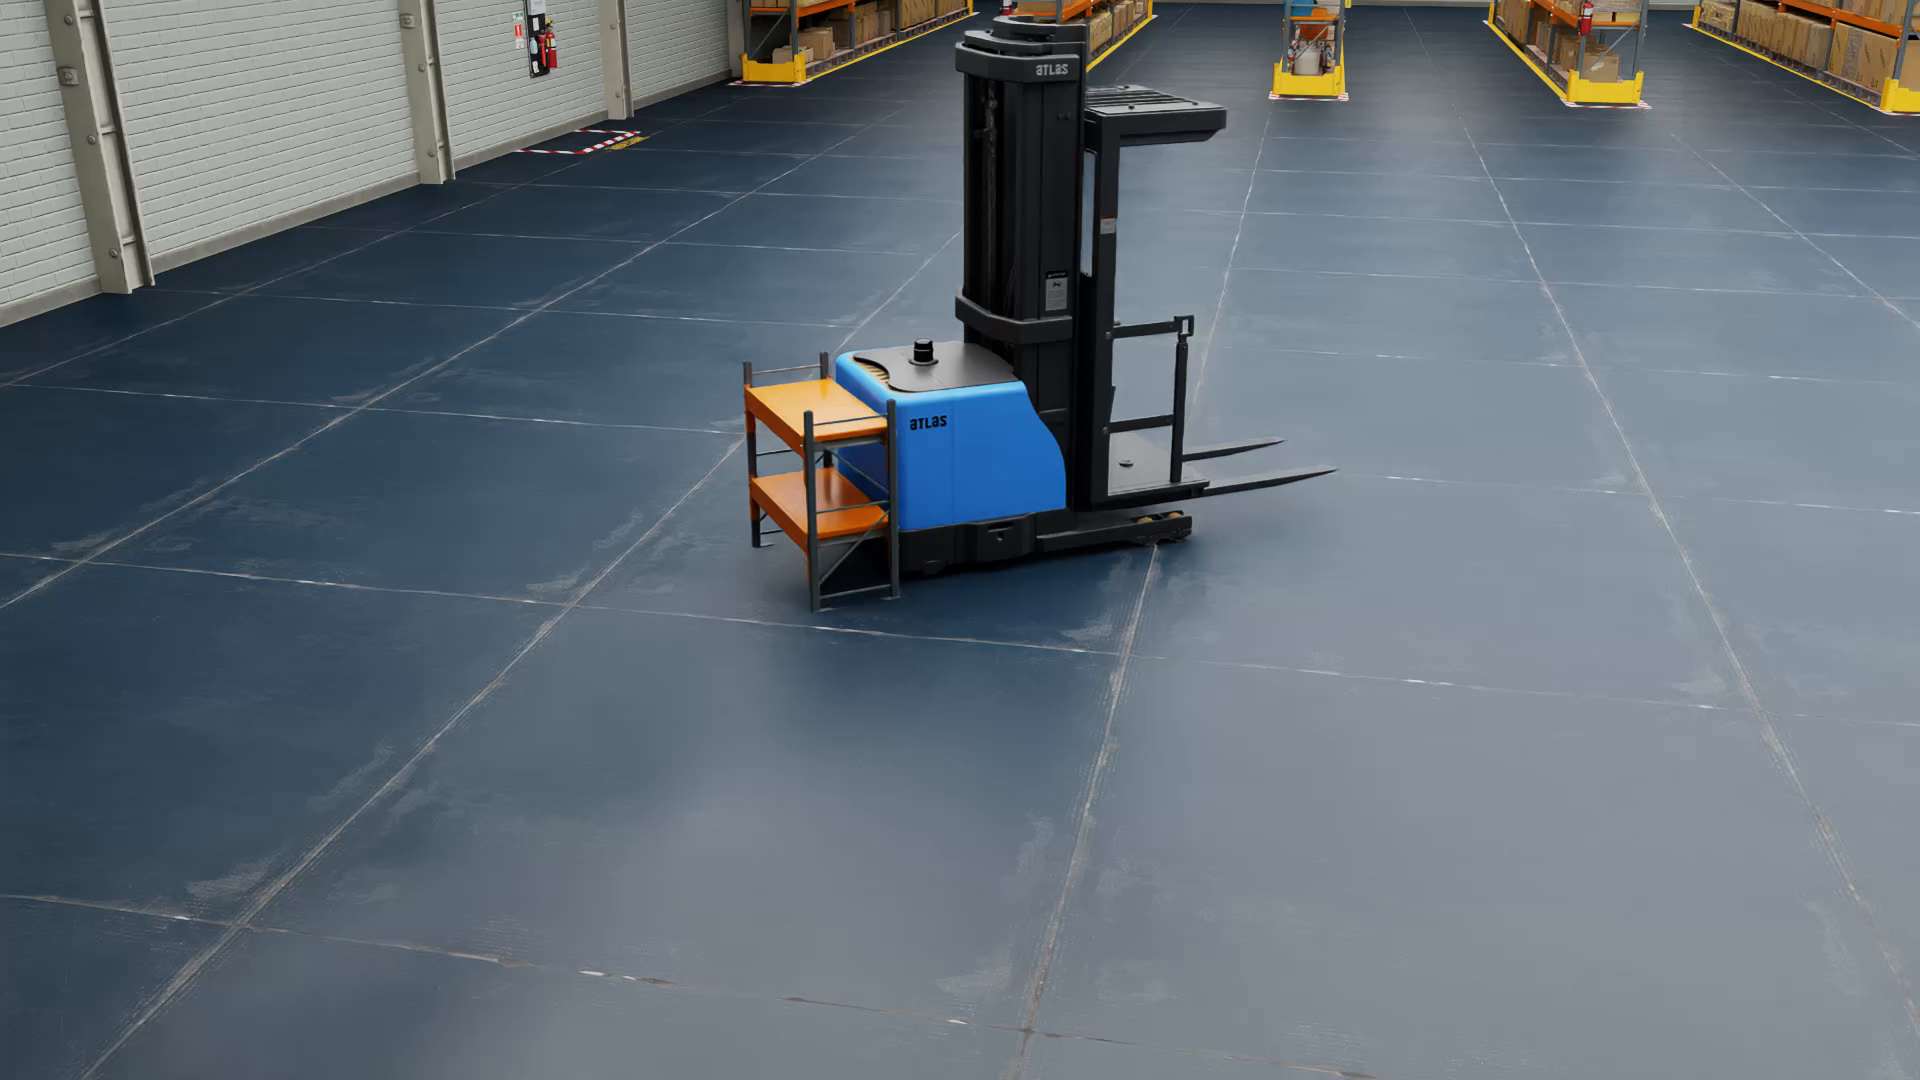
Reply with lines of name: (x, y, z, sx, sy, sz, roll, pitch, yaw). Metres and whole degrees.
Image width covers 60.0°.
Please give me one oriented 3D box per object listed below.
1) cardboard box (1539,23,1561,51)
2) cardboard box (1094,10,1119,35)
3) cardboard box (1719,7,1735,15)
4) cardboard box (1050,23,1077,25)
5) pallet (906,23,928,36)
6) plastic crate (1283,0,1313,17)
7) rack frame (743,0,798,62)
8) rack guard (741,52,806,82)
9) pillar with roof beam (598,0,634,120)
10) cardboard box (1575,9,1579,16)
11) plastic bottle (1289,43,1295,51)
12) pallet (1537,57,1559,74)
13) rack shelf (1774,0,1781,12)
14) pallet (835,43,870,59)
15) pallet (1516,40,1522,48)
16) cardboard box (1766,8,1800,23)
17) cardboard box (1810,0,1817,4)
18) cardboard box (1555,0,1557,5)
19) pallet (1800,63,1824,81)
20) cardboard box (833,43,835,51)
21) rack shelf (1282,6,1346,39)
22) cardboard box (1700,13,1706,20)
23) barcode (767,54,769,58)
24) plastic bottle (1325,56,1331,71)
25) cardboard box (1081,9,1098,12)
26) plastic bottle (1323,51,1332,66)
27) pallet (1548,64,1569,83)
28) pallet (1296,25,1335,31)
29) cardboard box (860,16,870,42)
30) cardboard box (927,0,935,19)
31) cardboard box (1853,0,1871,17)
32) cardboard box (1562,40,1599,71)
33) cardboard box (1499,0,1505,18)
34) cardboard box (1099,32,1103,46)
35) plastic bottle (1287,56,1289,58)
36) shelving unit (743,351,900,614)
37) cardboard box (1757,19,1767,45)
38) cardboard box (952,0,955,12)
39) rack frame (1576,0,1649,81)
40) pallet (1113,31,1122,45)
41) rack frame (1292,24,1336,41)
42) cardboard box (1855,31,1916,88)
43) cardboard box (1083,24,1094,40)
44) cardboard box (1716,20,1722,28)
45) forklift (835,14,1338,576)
cardboard box: (12.439, -10.429, 34.489, 0.700, 0.500, 0.500, 3, 22, 6)
cardboard box: (3.333, -11.780, 37.845, 0.500, 0.500, 0.500, 5, 23, 13)
cardboard box: (18.277, -12.564, 39.491, 0.380, 0.149, 0.250, 3, 22, 8)
cardboard box: (1.963, -9.660, 31.938, 0.500, 0.500, 0.500, 4, 22, 11)
pallet: (-1.404, -12.401, 40.363, 1.003, 0.211, 1.213, 4, 22, 11)
plastic crate: (5.985, -9.423, 29.435, 0.499, 0.251, 0.616, 4, 22, 11)
rack frame: (-3.523, -10.041, 30.771, 1.000, 3.000, 0.127, 4, 22, 11)
rack guard: (-3.507, -8.910, 31.307, 1.175, 0.500, 0.348, 4, 22, 11)
pillar with roof beam: (-1.237, -10.624, 24.186, 9.100, 9.000, 0.400, 4, 22, 11)
cardboard box: (11.120, -9.370, 29.441, 0.380, 0.149, 0.250, 4, 22, 11)
plastic bottle: (6.421, -9.461, 32.286, 0.144, 0.351, 0.185, 5, 22, 12)
pallet: (11.998, -9.363, 32.819, 1.003, 0.211, 1.213, 4, 22, 11)
rack shelf: (17.900, -11.817, 36.143, 1.077, 0.370, 4.000, 4, 22, 11)
pallet: (-2.549, -10.496, 35.632, 1.003, 0.211, 1.213, 4, 22, 11)
pallet: (13.143, -11.268, 37.550, 1.003, 0.211, 1.213, 4, 22, 11)
cardboard box: (17.375, -11.073, 35.112, 0.500, 0.250, 0.500, 4, 22, 10)
cardboard box: (16.727, -10.584, 31.984, 0.500, 0.500, 0.500, 5, 22, 11)
cardboard box: (11.503, -10.199, 31.499, 0.380, 0.149, 0.250, 4, 22, 11)
pallet: (16.760, -8.951, 31.796, 1.003, 0.211, 1.213, 4, 22, 11)
cardboard box: (-2.786, -10.196, 34.359, 0.380, 0.166, 0.250, 2, 22, 4)
rack shelf: (6.584, -9.684, 30.846, 1.077, 0.370, 4.000, 4, 22, 11)
cardboard box: (18.704, -13.050, 41.496, 0.380, 0.149, 0.250, 5, 22, 12)
barcode: (-3.681, -9.286, 31.893, 0.001, 0.075, 0.075, 4, 22, 11)
plastic bottle: (6.851, -8.864, 30.911, 0.097, 0.271, 0.097, 0, 22, 0)
cardboard box: (2.921, -11.995, 38.380, 0.500, 0.500, 0.500, 5, 23, 13)
plastic bottle: (7.001, -9.185, 31.701, 0.152, 0.276, 0.135, 5, 22, 12)
pallet: (11.738, -8.830, 31.495, 1.003, 0.211, 1.213, 4, 22, 11)
pallet: (8.426, -12.102, 39.621, 1.003, 0.211, 1.213, 4, 22, 11)
cardboard box: (-2.373, -11.196, 36.394, 0.700, 0.500, 0.500, 5, 22, 12)
cardboard box: (-1.079, -13.380, 41.376, 0.750, 0.750, 0.750, 5, 22, 12)
cardboard box: (16.297, -9.499, 29.223, 0.875, 0.550, 0.550, 4, 22, 11)
cardboard box: (11.611, -9.054, 31.102, 0.500, 0.500, 0.500, 12, 25, 28)
cardboard box: (14.237, -13.729, 42.210, 0.875, 0.875, 0.875, 4, 22, 11)
cardboard box: (2.782, -10.738, 35.620, 0.500, 0.250, 0.500, 5, 22, 12)
plastic bottle: (6.128, -8.979, 31.181, 0.061, 0.283, 0.133, 5, 22, 12)
shelving unit: (-0.776, -0.344, 9.202, 0.538, 1.125, 1.048, -10, 24, -23)
cardboard box: (17.480, -10.905, 35.699, 0.500, 0.500, 0.500, 5, 23, 13)
cardboard box: (-0.507, -14.298, 44.123, 0.700, 0.500, 0.500, 4, 22, 9)
rack frame: (11.025, -8.909, 27.958, 1.000, 3.000, 0.127, 4, 22, 11)
pallet: (3.149, -11.568, 38.293, 1.003, 0.211, 1.213, 4, 22, 11)
rack frame: (7.808, -12.212, 36.160, 1.000, 3.000, 0.127, 4, 22, 11)
cardboard box: (16.111, -8.278, 28.674, 0.875, 0.875, 0.875, 4, 22, 10)
cardboard box: (2.472, -10.440, 34.128, 0.500, 0.311, 0.500, 5, 22, 11)
cardboard box: (18.266, -12.303, 39.639, 0.380, 0.149, 0.250, 4, 22, 11)
forklift: (0.828, -1.497, 9.646, 3.031, 2.935, 1.130, -9, 23, -20)
